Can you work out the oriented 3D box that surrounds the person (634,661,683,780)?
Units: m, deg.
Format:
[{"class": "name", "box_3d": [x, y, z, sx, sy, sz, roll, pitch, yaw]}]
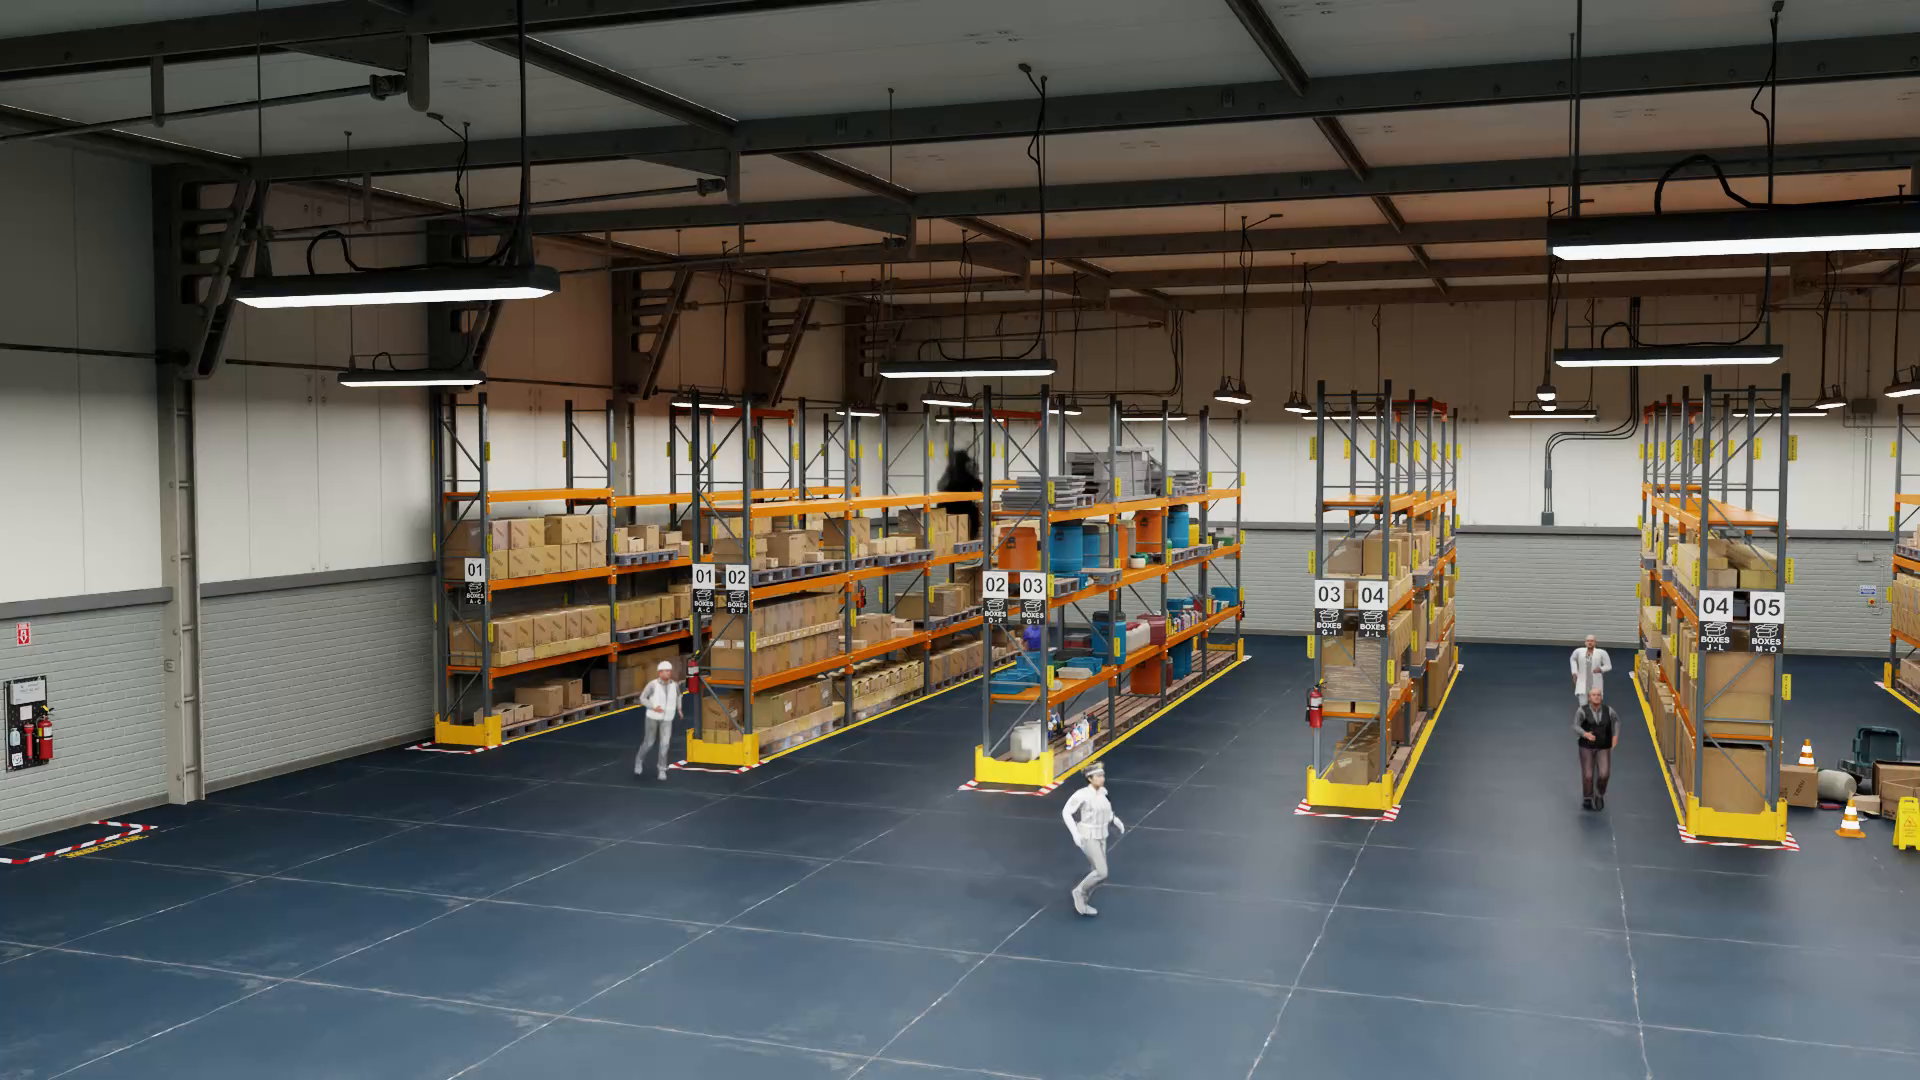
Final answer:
[{"class": "person", "box_3d": [-4.561, 2.740, 25.521, 0.724, 1.756, 0.916, -2, 3, -29]}]

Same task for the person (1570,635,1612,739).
[{"class": "person", "box_3d": [11.054, 2.576, 29.152, 0.689, 1.848, 0.848, 1, 3, 22]}]

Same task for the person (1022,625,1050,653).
[{"class": "person", "box_3d": [1.551, 2.369, 34.119, 0.579, 1.649, 0.851, 0, 3, 7]}]

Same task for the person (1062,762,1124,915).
[{"class": "person", "box_3d": [1.471, 3.215, 17.881, 0.567, 1.657, 0.616, 3, 4, 41]}]

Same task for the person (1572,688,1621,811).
[{"class": "person", "box_3d": [8.858, 2.920, 23.131, 0.671, 1.717, 0.670, 1, 3, 14]}]
